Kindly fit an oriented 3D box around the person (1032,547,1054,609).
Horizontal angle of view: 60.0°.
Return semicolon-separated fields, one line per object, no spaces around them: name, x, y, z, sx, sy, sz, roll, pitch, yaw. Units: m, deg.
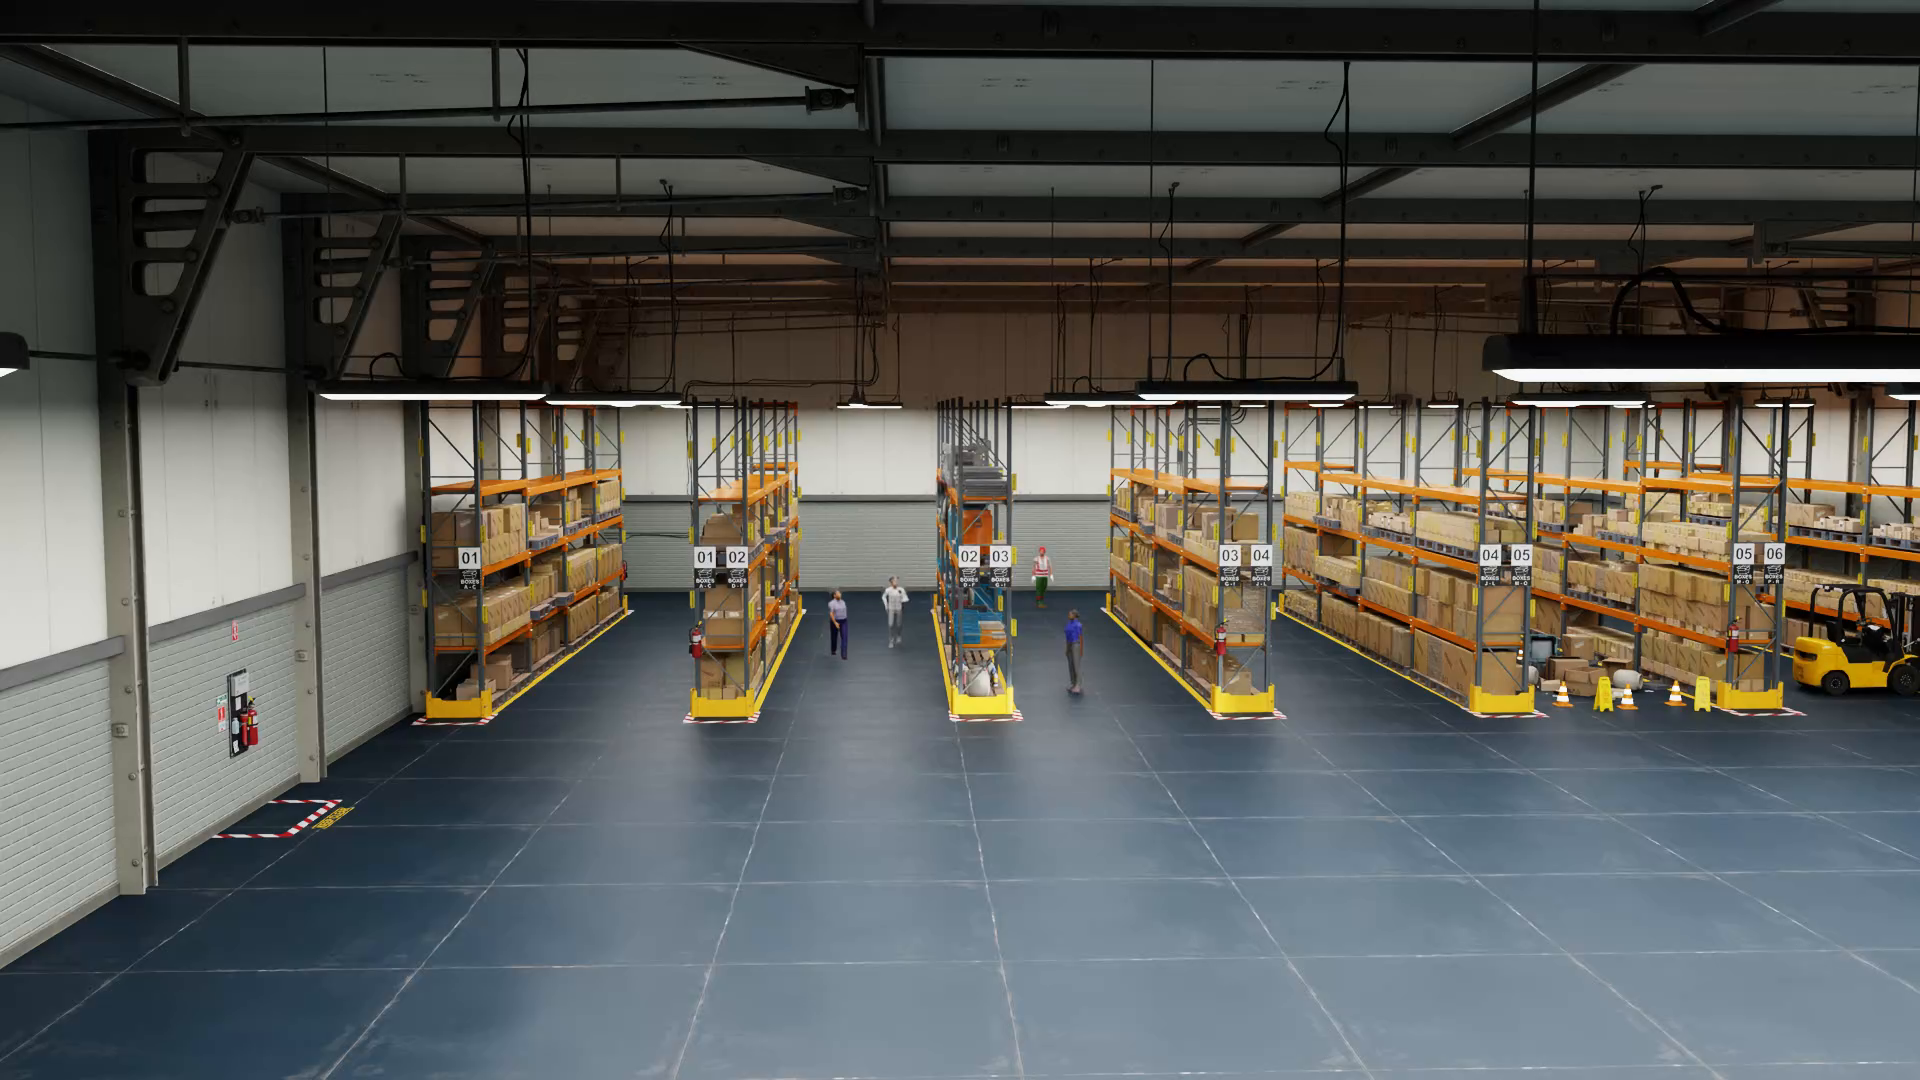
person;2.414;1.088;48.449;0.563;1.792;0.475;-3;5;-31

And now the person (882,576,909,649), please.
person;-1.570;1.728;40.324;0.649;1.739;0.805;0;4;2

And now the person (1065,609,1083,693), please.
person;2.324;2.260;34.166;0.409;1.673;0.602;-2;5;-28

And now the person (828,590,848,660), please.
person;-2.790;1.937;38.108;0.455;1.584;0.977;-1;4;-9
